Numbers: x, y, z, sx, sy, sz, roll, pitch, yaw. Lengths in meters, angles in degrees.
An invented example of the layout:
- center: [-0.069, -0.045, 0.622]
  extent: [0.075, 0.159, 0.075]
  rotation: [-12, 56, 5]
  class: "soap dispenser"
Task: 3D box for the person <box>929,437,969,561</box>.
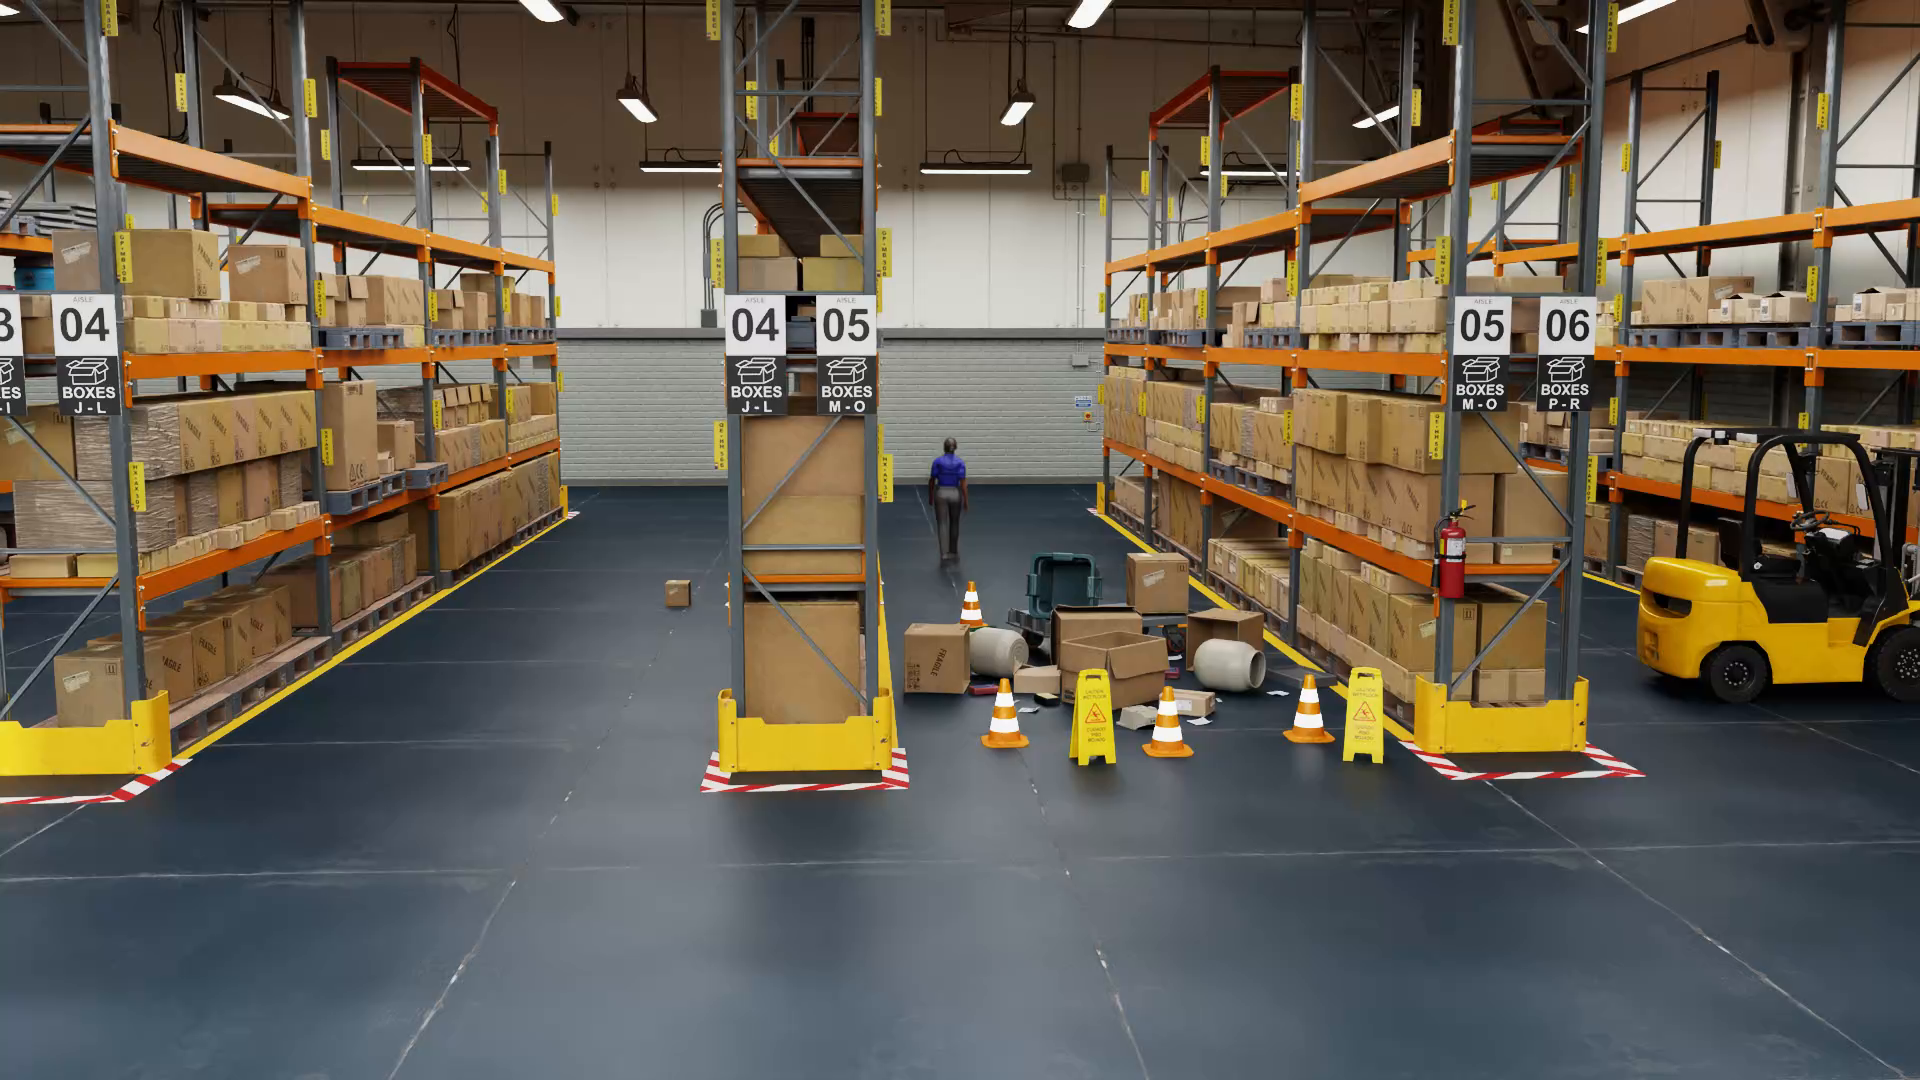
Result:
- center: [-0.156, -0.547, 21.706]
  extent: [0.500, 1.598, 0.996]
  rotation: [-1, 7, -5]
  class: "person"
